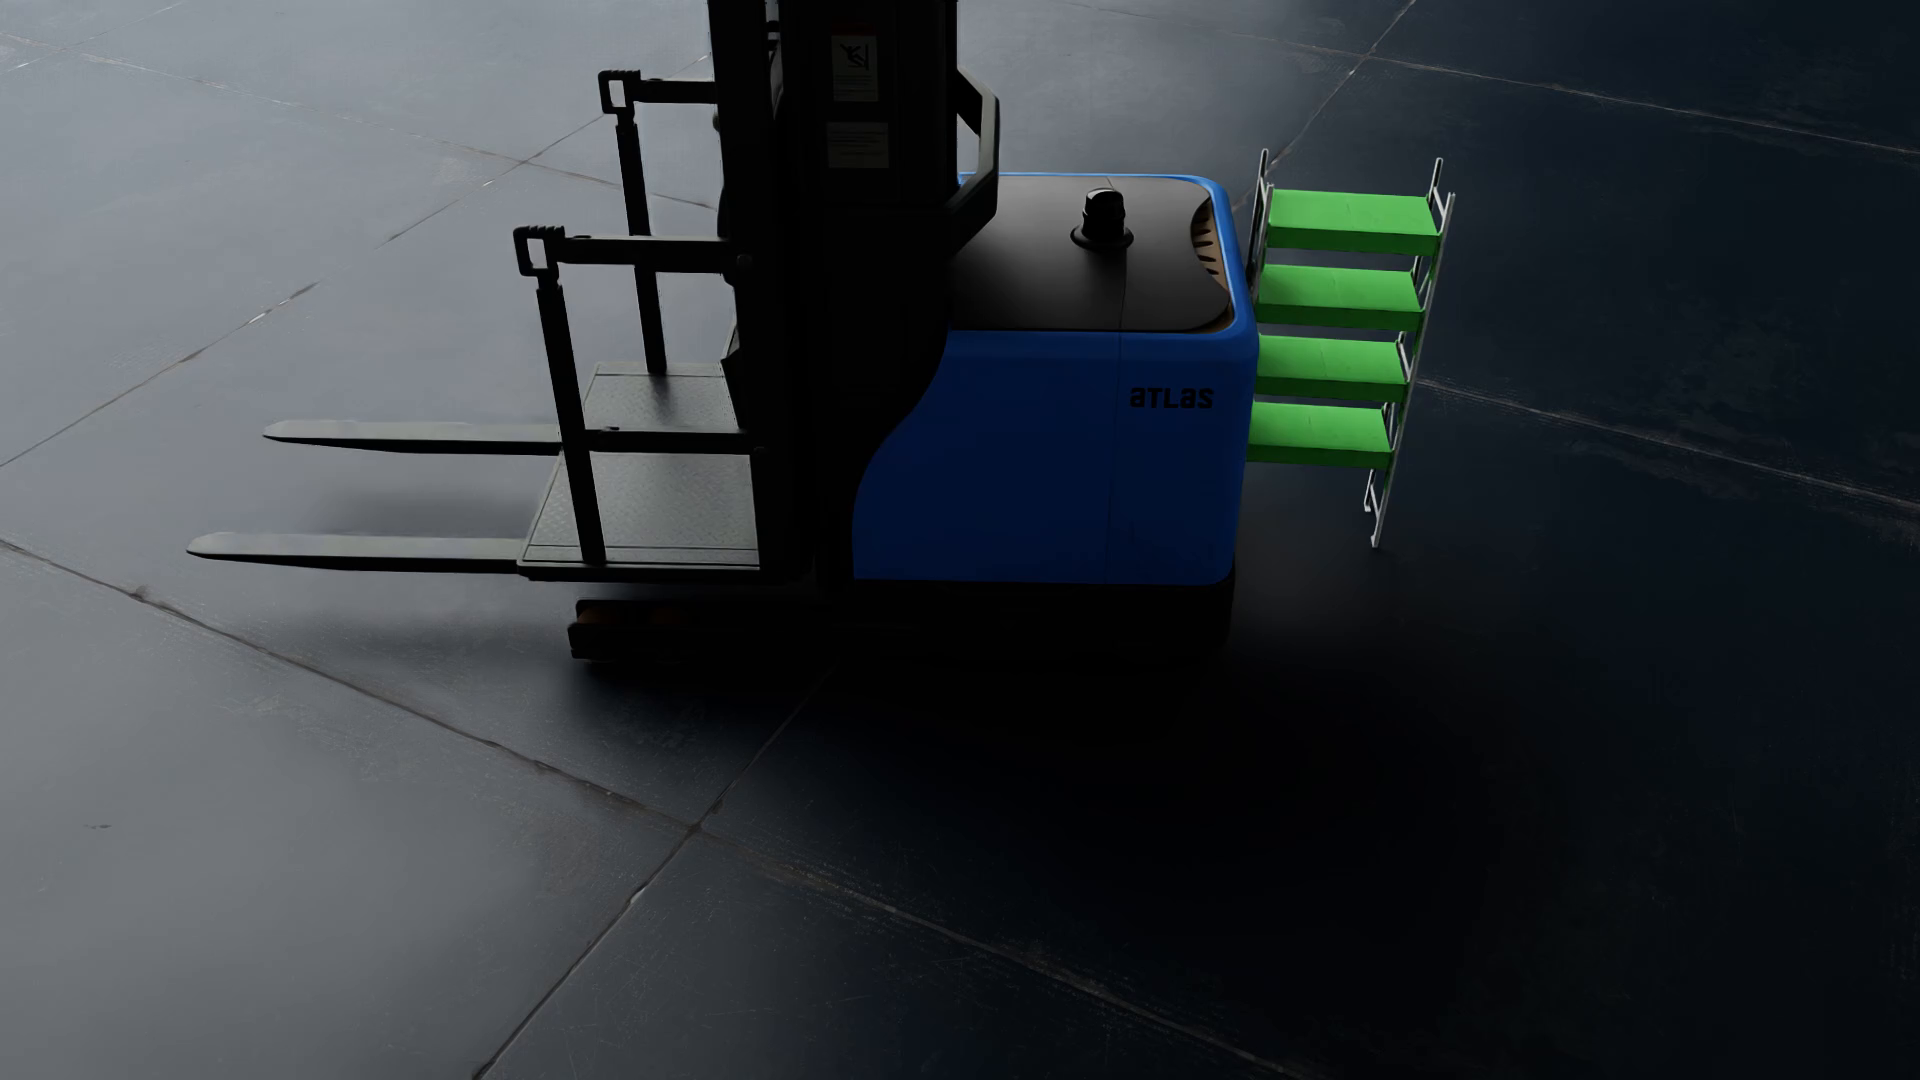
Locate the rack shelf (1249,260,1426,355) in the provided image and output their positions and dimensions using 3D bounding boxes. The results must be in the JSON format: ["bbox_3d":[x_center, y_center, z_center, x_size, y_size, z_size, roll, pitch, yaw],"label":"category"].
[{"bbox_3d":[1.087,-0.681,4.854,0.480,0.148,0.258,4,37,3],"label":"rack shelf"}]

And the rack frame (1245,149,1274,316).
[{"bbox_3d":[0.840,-0.557,4.972,0.015,1.200,0.240,4,37,3],"label":"rack frame"}]

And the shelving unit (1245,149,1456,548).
[{"bbox_3d":[1.083,-0.541,4.961,0.503,1.200,0.258,4,37,3],"label":"shelving unit"}]

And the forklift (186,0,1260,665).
[{"bbox_3d":[-0.730,-1.129,4.313,3.031,2.935,1.130,1,37,1],"label":"forklift"}]

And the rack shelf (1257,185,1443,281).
[{"bbox_3d":[1.093,-0.872,4.708,0.480,0.148,0.258,4,37,3],"label":"rack shelf"}]

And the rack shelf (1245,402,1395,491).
[{"bbox_3d":[1.076,-0.299,5.145,0.480,0.148,0.258,4,37,3],"label":"rack shelf"}]

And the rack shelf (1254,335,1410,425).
[{"bbox_3d":[1.081,-0.490,4.999,0.480,0.148,0.258,4,37,3],"label":"rack shelf"}]

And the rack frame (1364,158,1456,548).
[{"bbox_3d":[1.326,-0.525,4.949,0.015,1.200,0.240,4,37,3],"label":"rack frame"}]
